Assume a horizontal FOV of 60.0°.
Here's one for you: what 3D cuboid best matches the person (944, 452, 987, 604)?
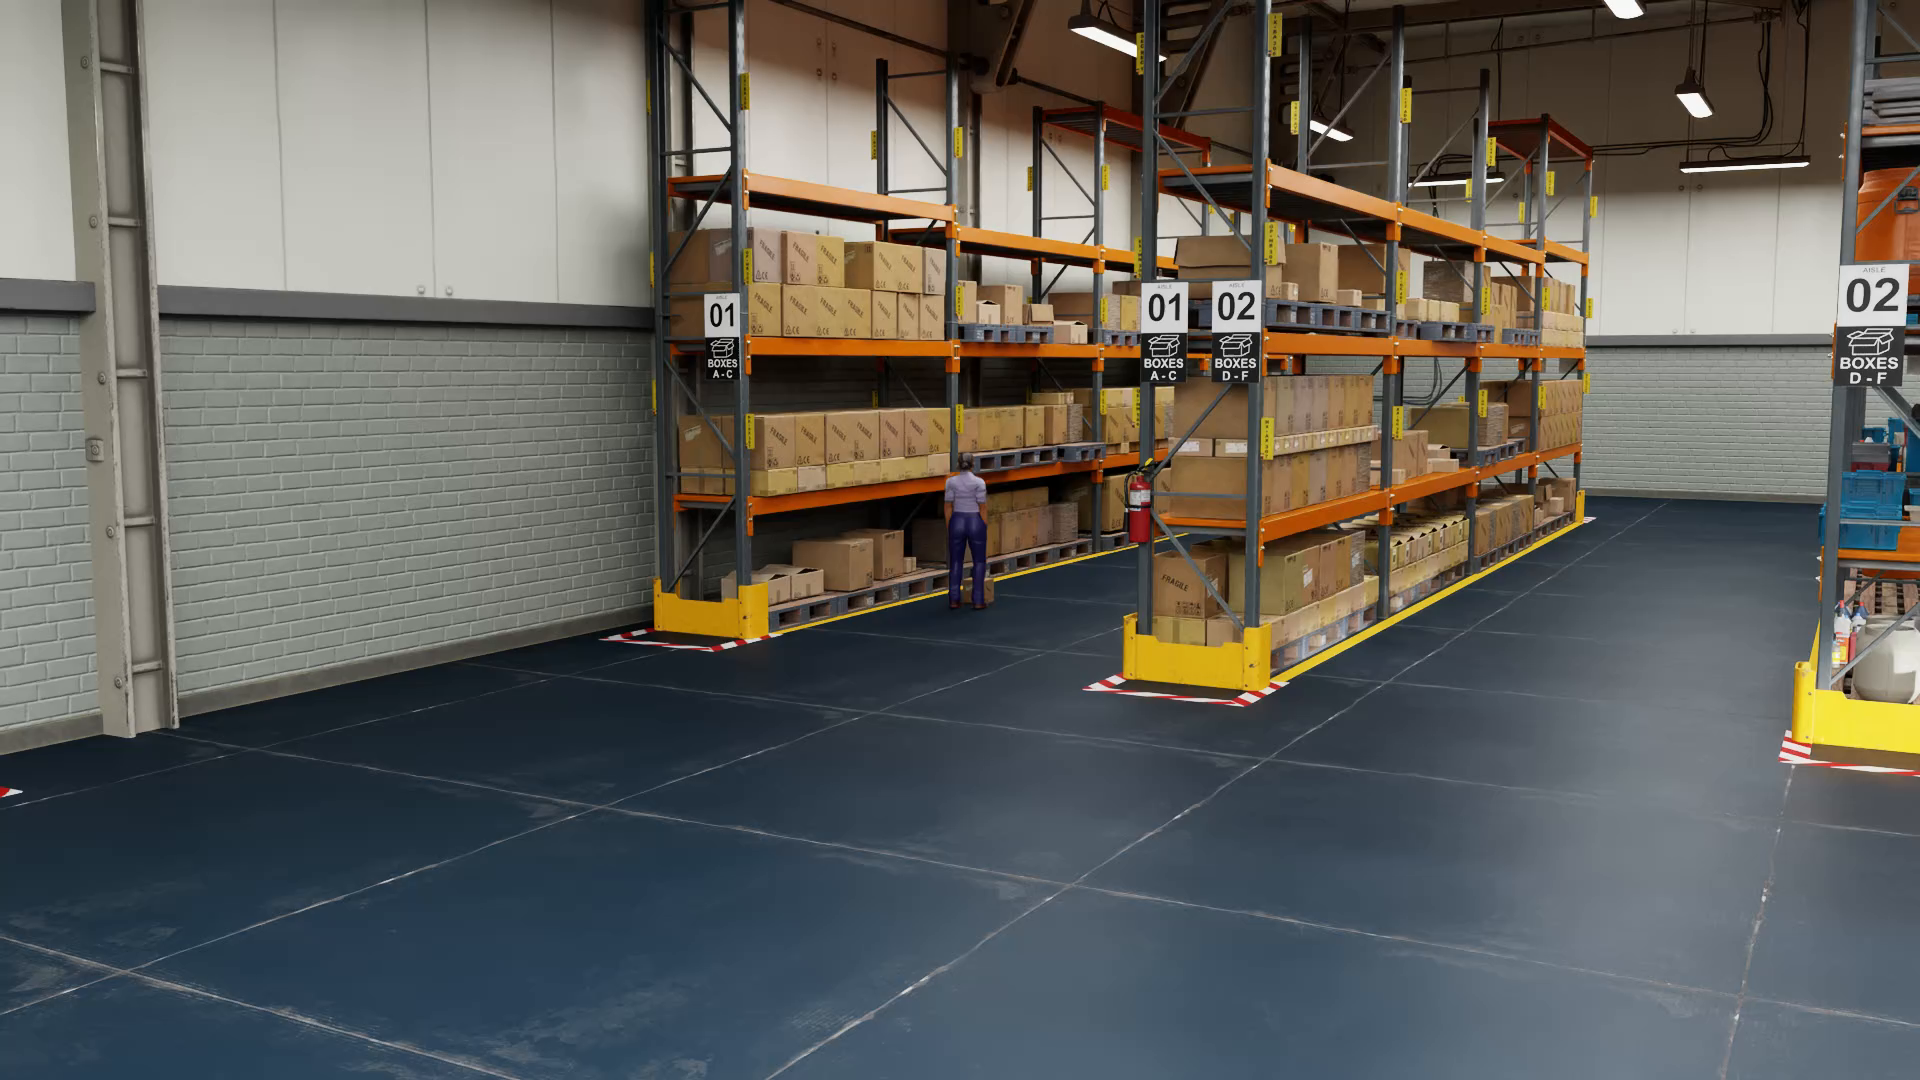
[{"bbox_3d":[0.069,-0.138,17.435,0.468,1.574,0.326,2,6,16],"label":"person"}]
